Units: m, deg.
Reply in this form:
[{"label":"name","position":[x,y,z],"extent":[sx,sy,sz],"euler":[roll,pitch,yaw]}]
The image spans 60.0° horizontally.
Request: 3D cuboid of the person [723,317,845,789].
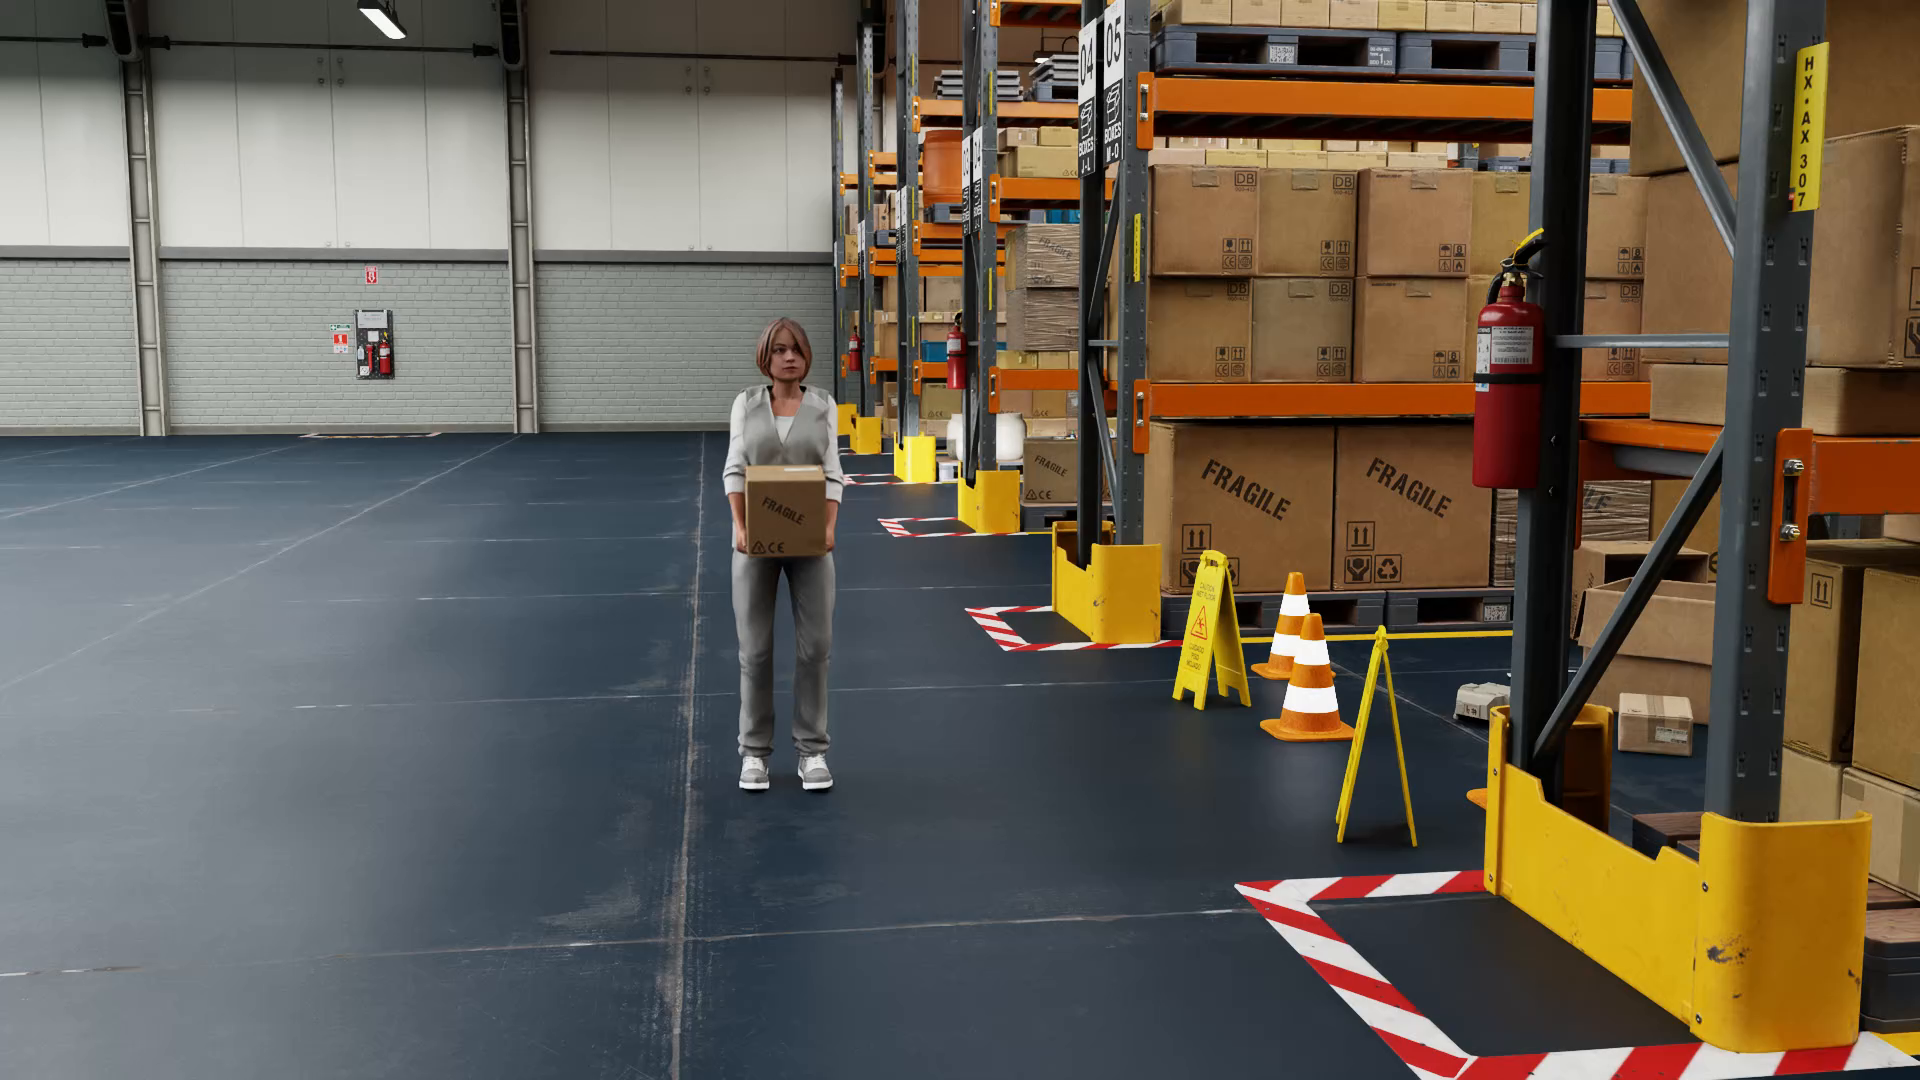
[{"label":"person","position":[-0.589,0.054,5.591],"extent":[0.405,1.595,0.490],"euler":[-1,7,-8]}]
